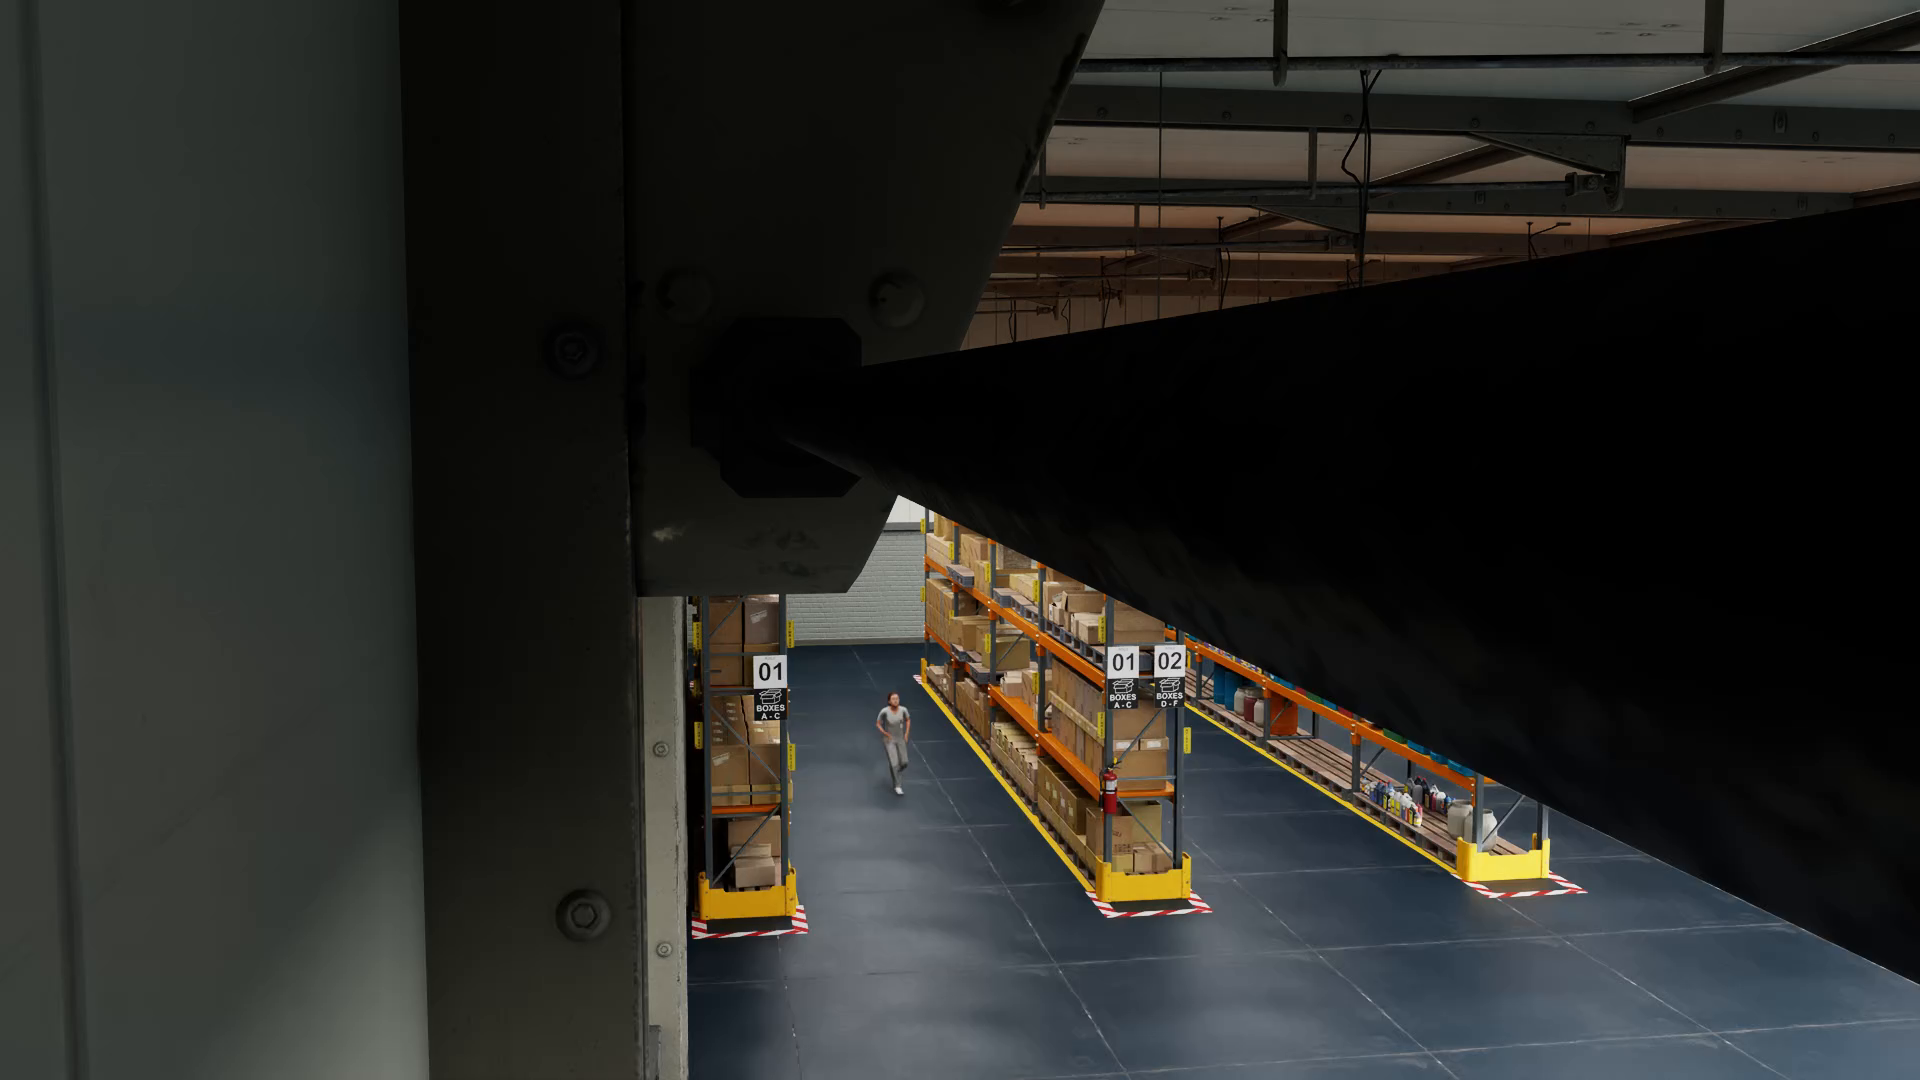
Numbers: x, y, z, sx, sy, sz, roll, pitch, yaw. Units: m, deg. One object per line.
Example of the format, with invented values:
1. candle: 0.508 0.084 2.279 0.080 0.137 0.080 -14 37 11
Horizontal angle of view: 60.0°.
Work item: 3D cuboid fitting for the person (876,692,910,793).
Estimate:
1. person: -1.048 3.204 26.409 0.575 1.625 0.550 -1 5 -16
